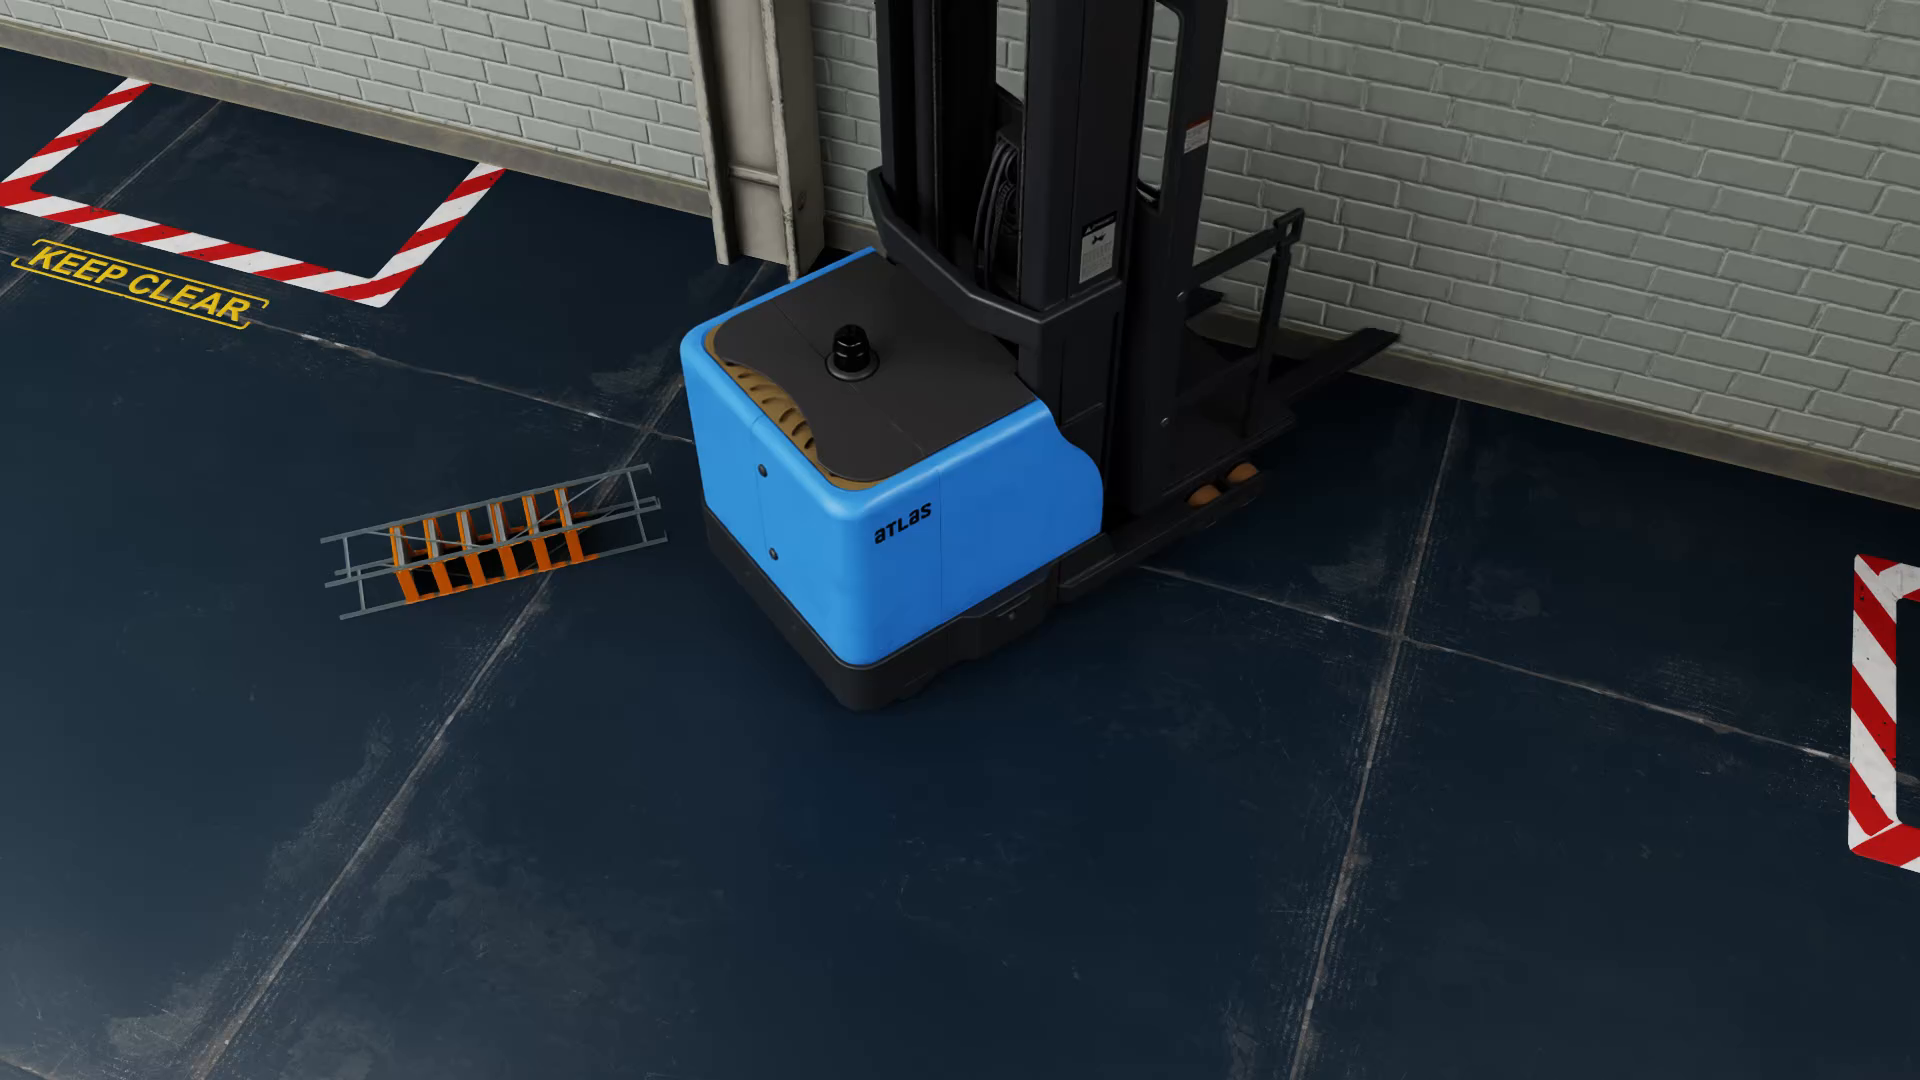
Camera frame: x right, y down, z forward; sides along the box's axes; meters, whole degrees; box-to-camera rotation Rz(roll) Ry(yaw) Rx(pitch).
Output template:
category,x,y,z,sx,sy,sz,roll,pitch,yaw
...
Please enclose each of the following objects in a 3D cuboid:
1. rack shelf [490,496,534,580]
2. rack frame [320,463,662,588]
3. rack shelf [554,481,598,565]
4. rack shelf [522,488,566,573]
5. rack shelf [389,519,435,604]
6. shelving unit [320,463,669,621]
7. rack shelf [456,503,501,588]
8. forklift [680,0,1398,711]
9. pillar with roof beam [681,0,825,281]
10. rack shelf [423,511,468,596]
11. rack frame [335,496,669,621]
category,x,y,z,sx,sy,sz,roll,pitch,yaw
rack shelf,-1.659,-0.010,6.131,0.103,0.180,0.258,-14,51,-12
rack frame,-1.701,-0.060,6.053,1.200,0.006,0.240,-14,51,-12
rack shelf,-1.431,-0.067,6.180,0.103,0.180,0.258,-14,51,-12
rack shelf,-1.545,-0.039,6.155,0.103,0.180,0.258,-14,51,-12
rack shelf,-2.001,0.075,6.057,0.103,0.180,0.258,-14,51,-12
shelving unit,-1.701,0.000,6.122,1.200,0.189,0.258,-14,51,-12
rack shelf,-1.773,0.018,6.106,0.103,0.180,0.258,-14,51,-12
forklift,0.556,-1.298,5.435,3.031,2.935,1.130,-29,55,-23
pillar with roof beam,-2.319,-1.172,1.311,0.400,9.000,9.100,16,51,13
rack shelf,-1.887,0.047,6.081,0.103,0.180,0.258,-14,51,-12
rack frame,-1.701,0.060,6.191,1.200,0.006,0.240,-14,51,-12
